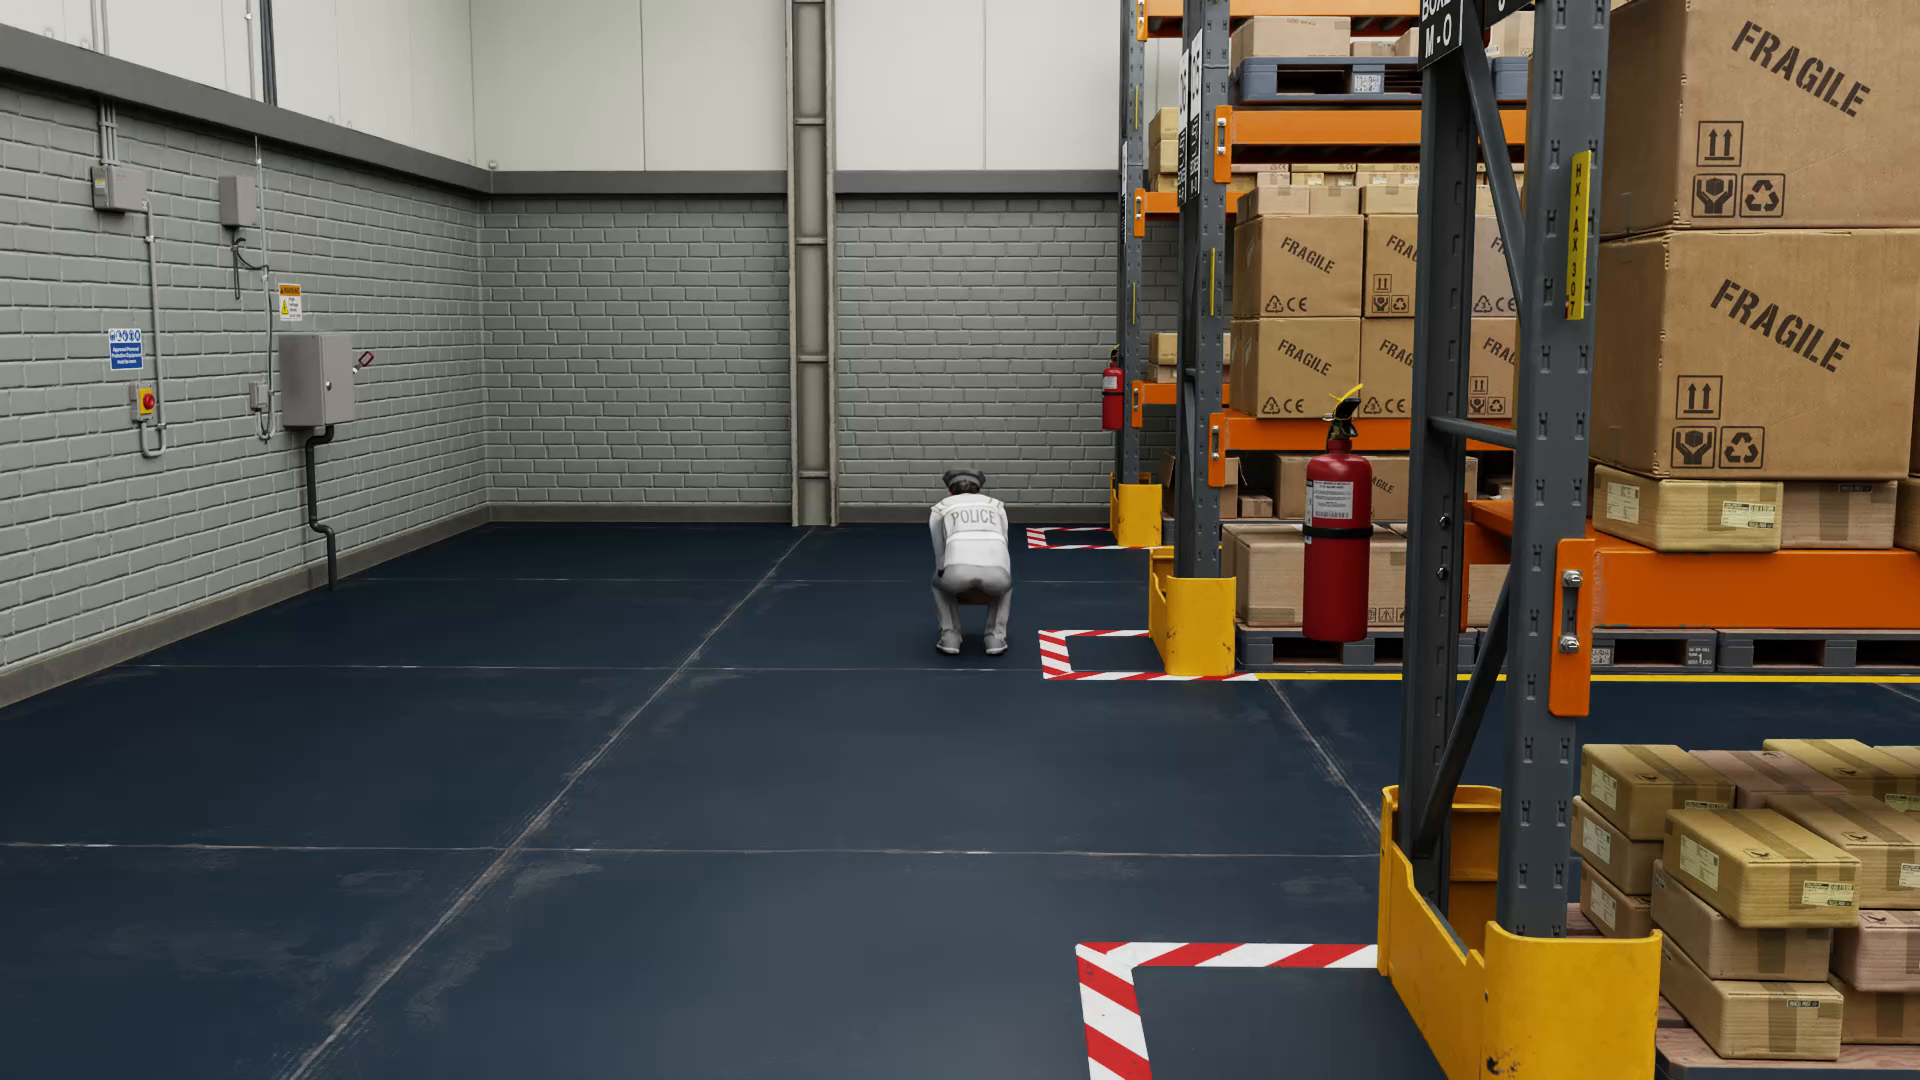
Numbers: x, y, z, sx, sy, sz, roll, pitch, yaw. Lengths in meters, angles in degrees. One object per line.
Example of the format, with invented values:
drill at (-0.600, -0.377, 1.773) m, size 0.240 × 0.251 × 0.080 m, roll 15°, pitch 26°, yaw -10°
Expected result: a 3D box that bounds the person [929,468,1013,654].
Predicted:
person at (0.063, 0.111, 9.139) m, size 0.462 × 0.983 × 0.842 m, roll 0°, pitch 7°, yaw 0°
